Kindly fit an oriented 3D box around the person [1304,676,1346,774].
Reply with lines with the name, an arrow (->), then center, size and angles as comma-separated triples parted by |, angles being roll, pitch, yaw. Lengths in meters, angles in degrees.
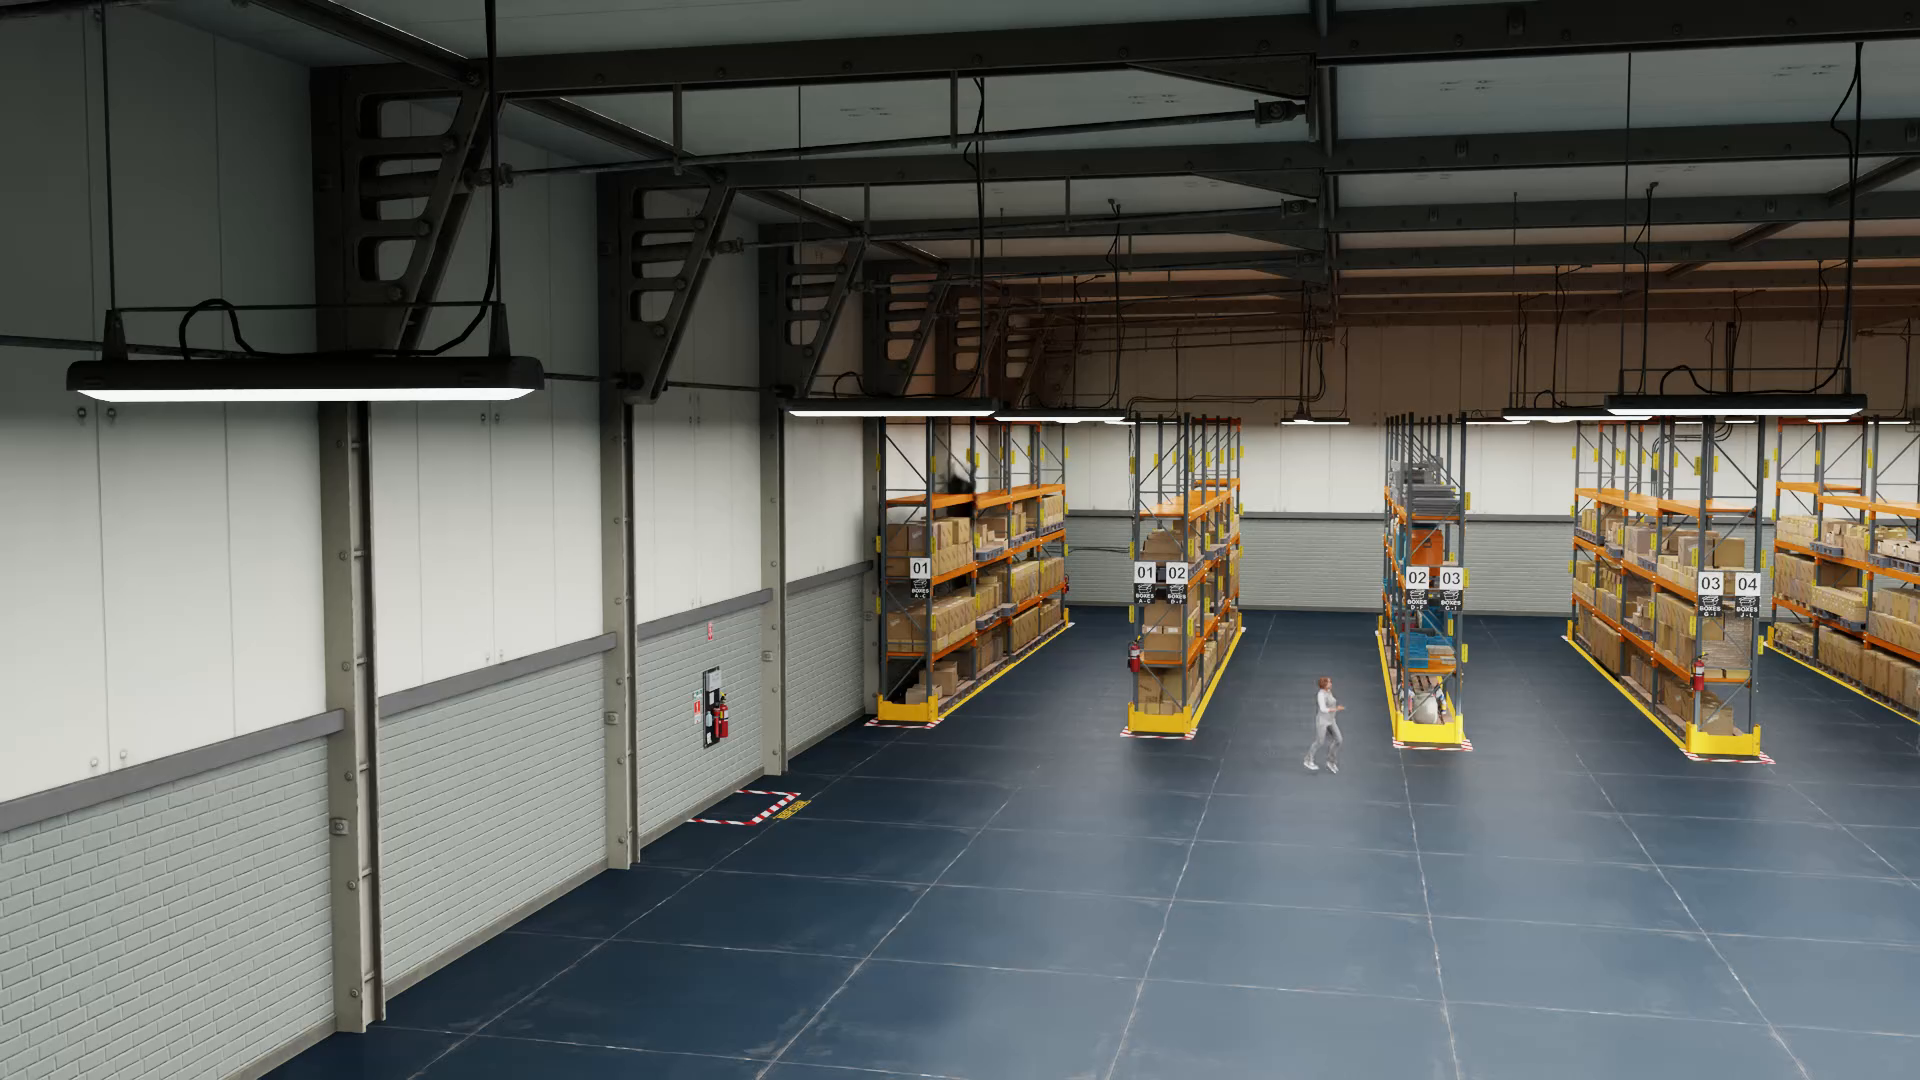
person -> 6.054, 3.063, 27.532 | 0.699, 1.643, 0.520 | 3, 5, 39
